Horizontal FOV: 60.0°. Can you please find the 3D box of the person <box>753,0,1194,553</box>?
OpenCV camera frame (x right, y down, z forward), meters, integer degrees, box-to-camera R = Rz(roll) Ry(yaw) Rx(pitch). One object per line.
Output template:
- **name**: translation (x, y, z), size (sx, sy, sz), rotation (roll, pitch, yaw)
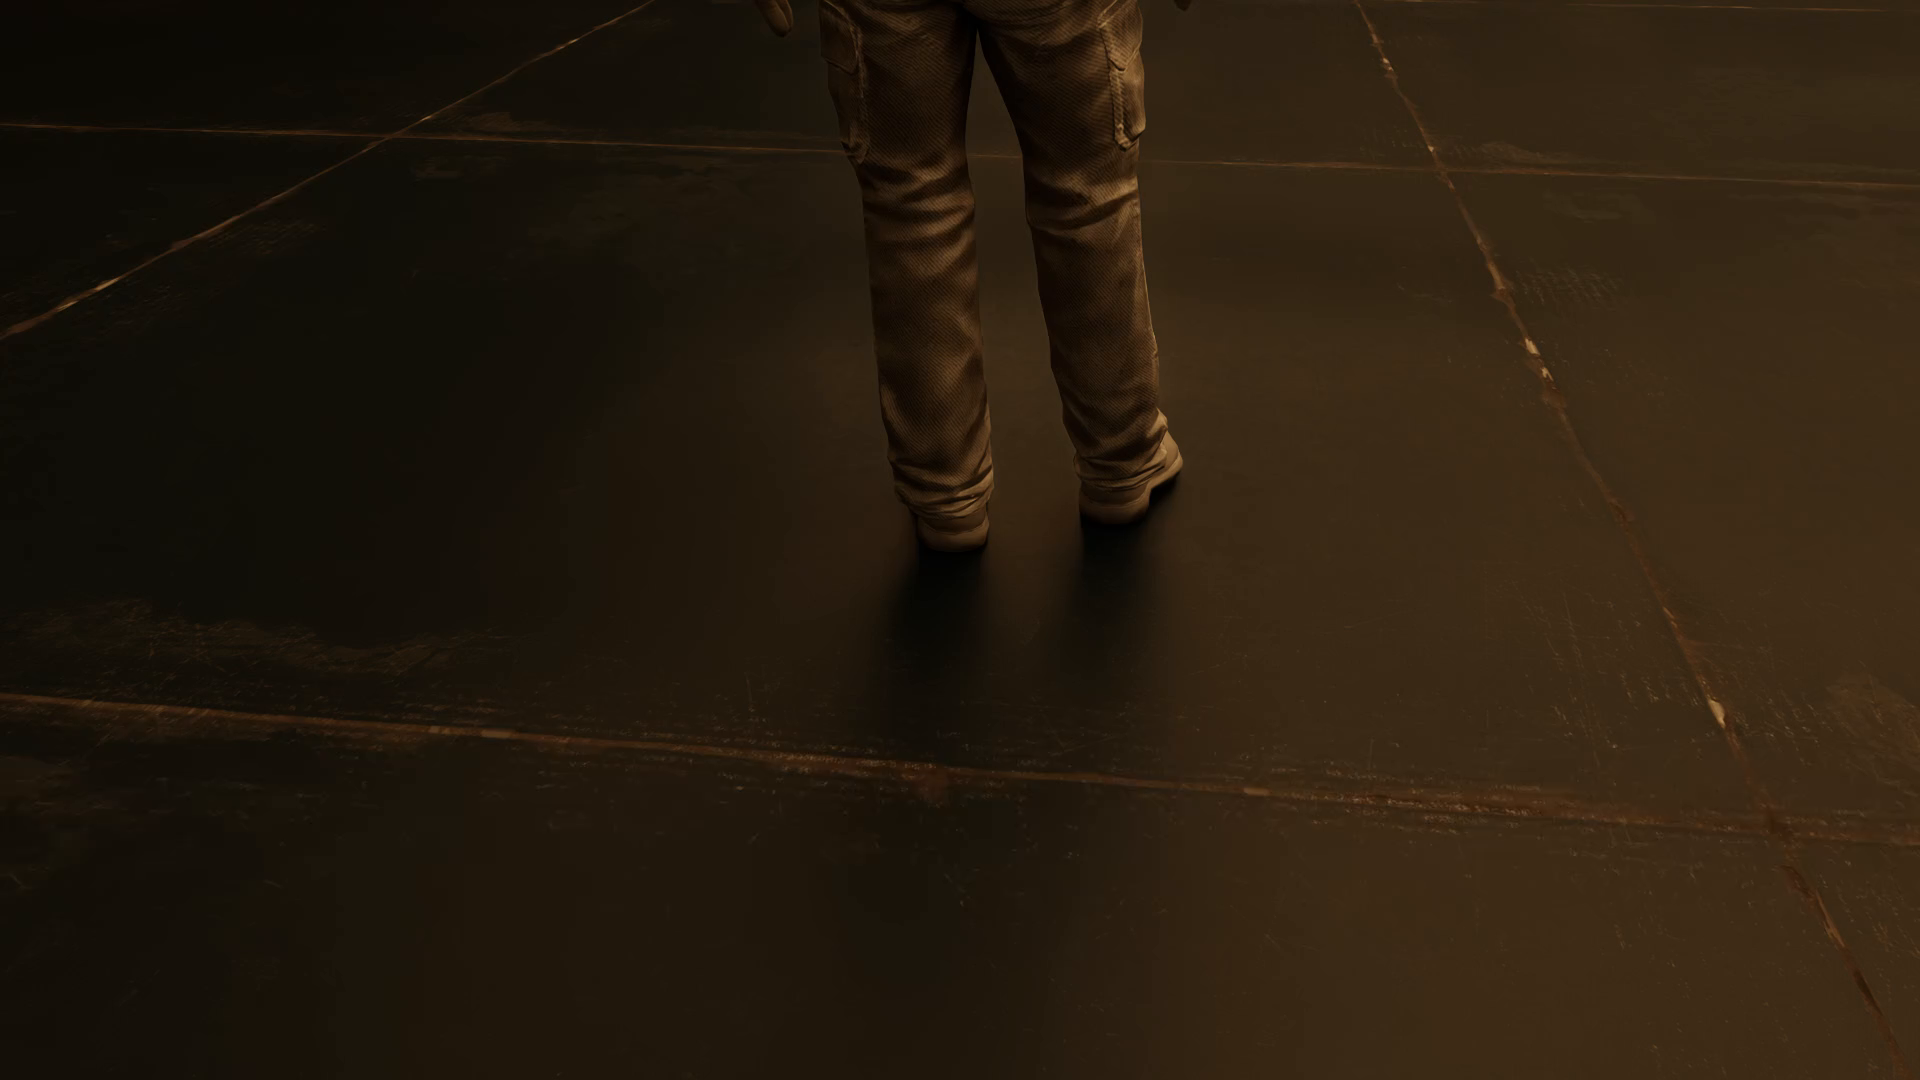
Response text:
- **person**: translation (0.018, -0.836, 2.162), size (0.657, 1.785, 0.575), rotation (3, 27, 7)
